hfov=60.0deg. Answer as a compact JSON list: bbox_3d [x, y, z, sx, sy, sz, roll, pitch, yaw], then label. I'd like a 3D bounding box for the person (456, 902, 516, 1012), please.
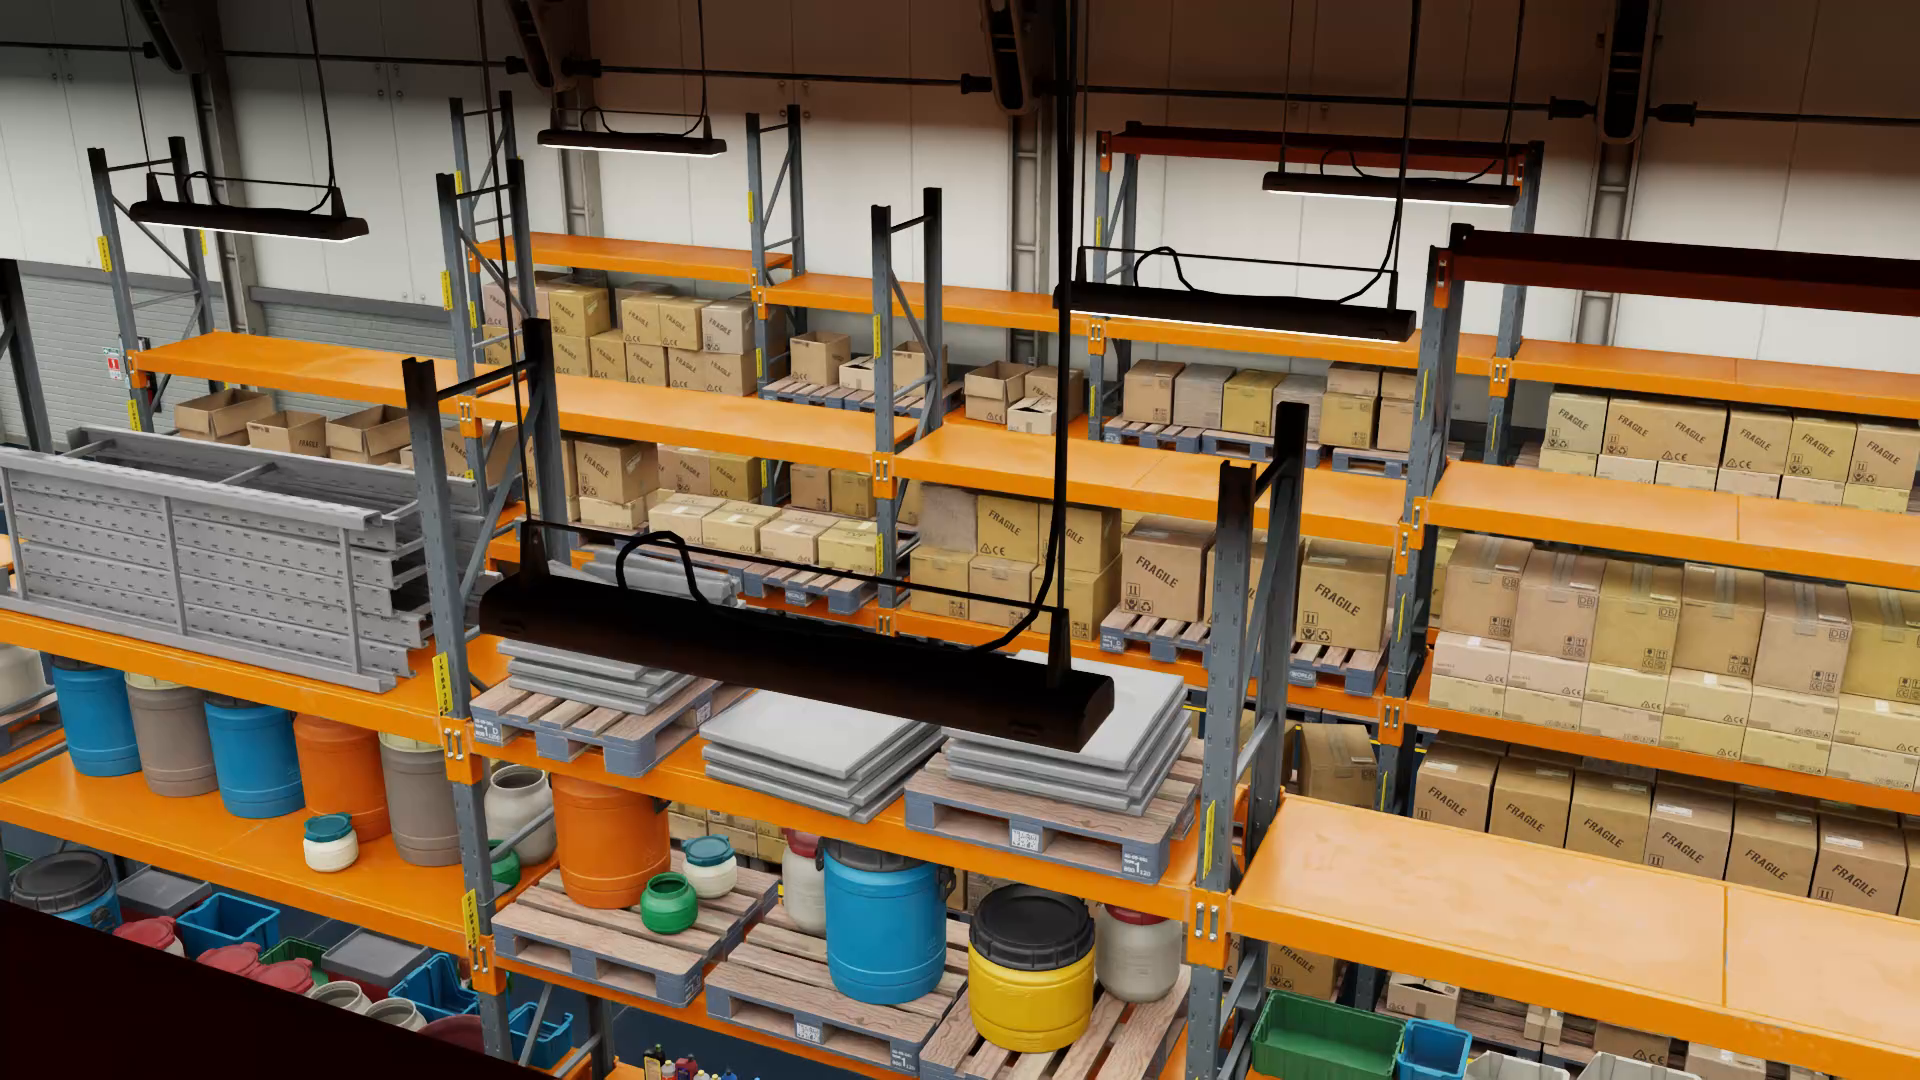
[{"bbox_3d":[-3.520,3.034,12.070,0.654,1.790,0.601,17,26,37],"label":"person"}]
